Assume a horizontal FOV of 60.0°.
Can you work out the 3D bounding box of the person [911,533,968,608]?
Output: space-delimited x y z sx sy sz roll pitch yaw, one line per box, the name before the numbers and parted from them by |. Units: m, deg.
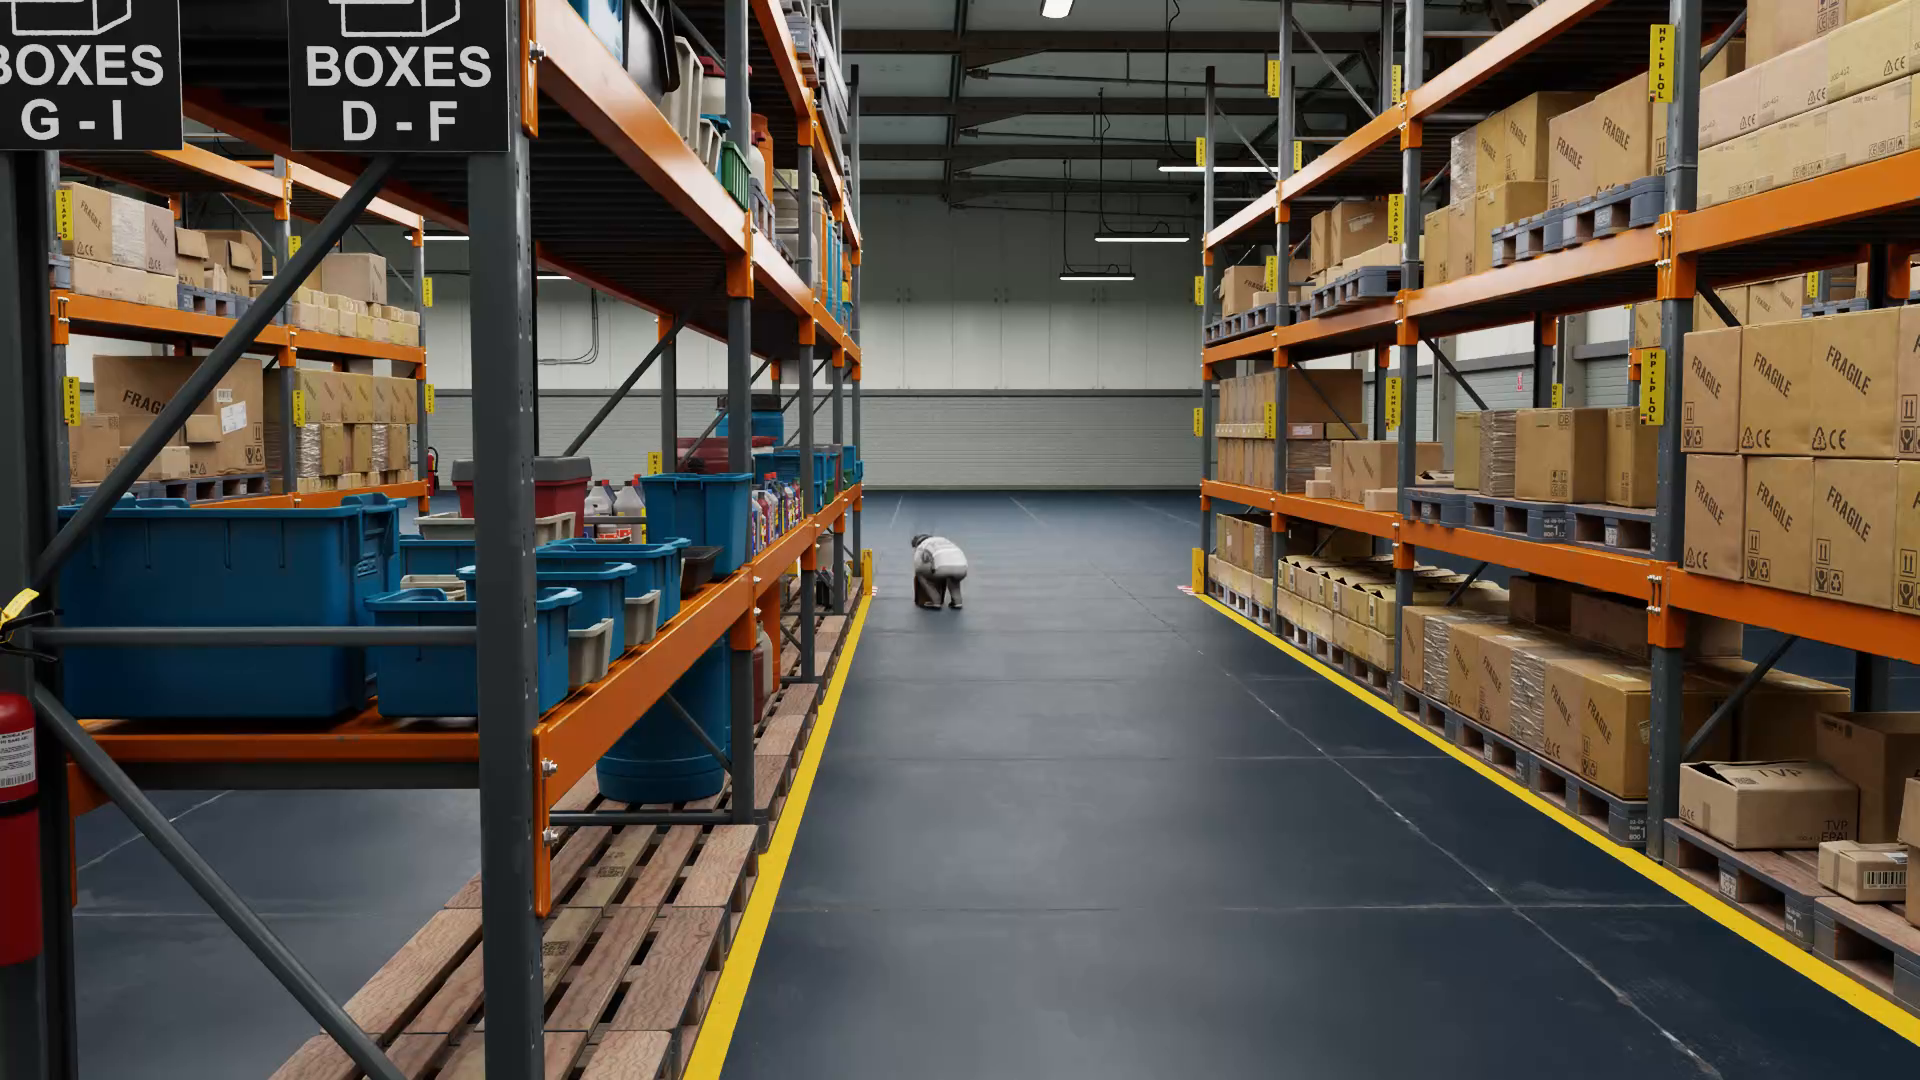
person | -0.232 0.346 17.790 0.461 0.812 0.908 -1 4 -21
